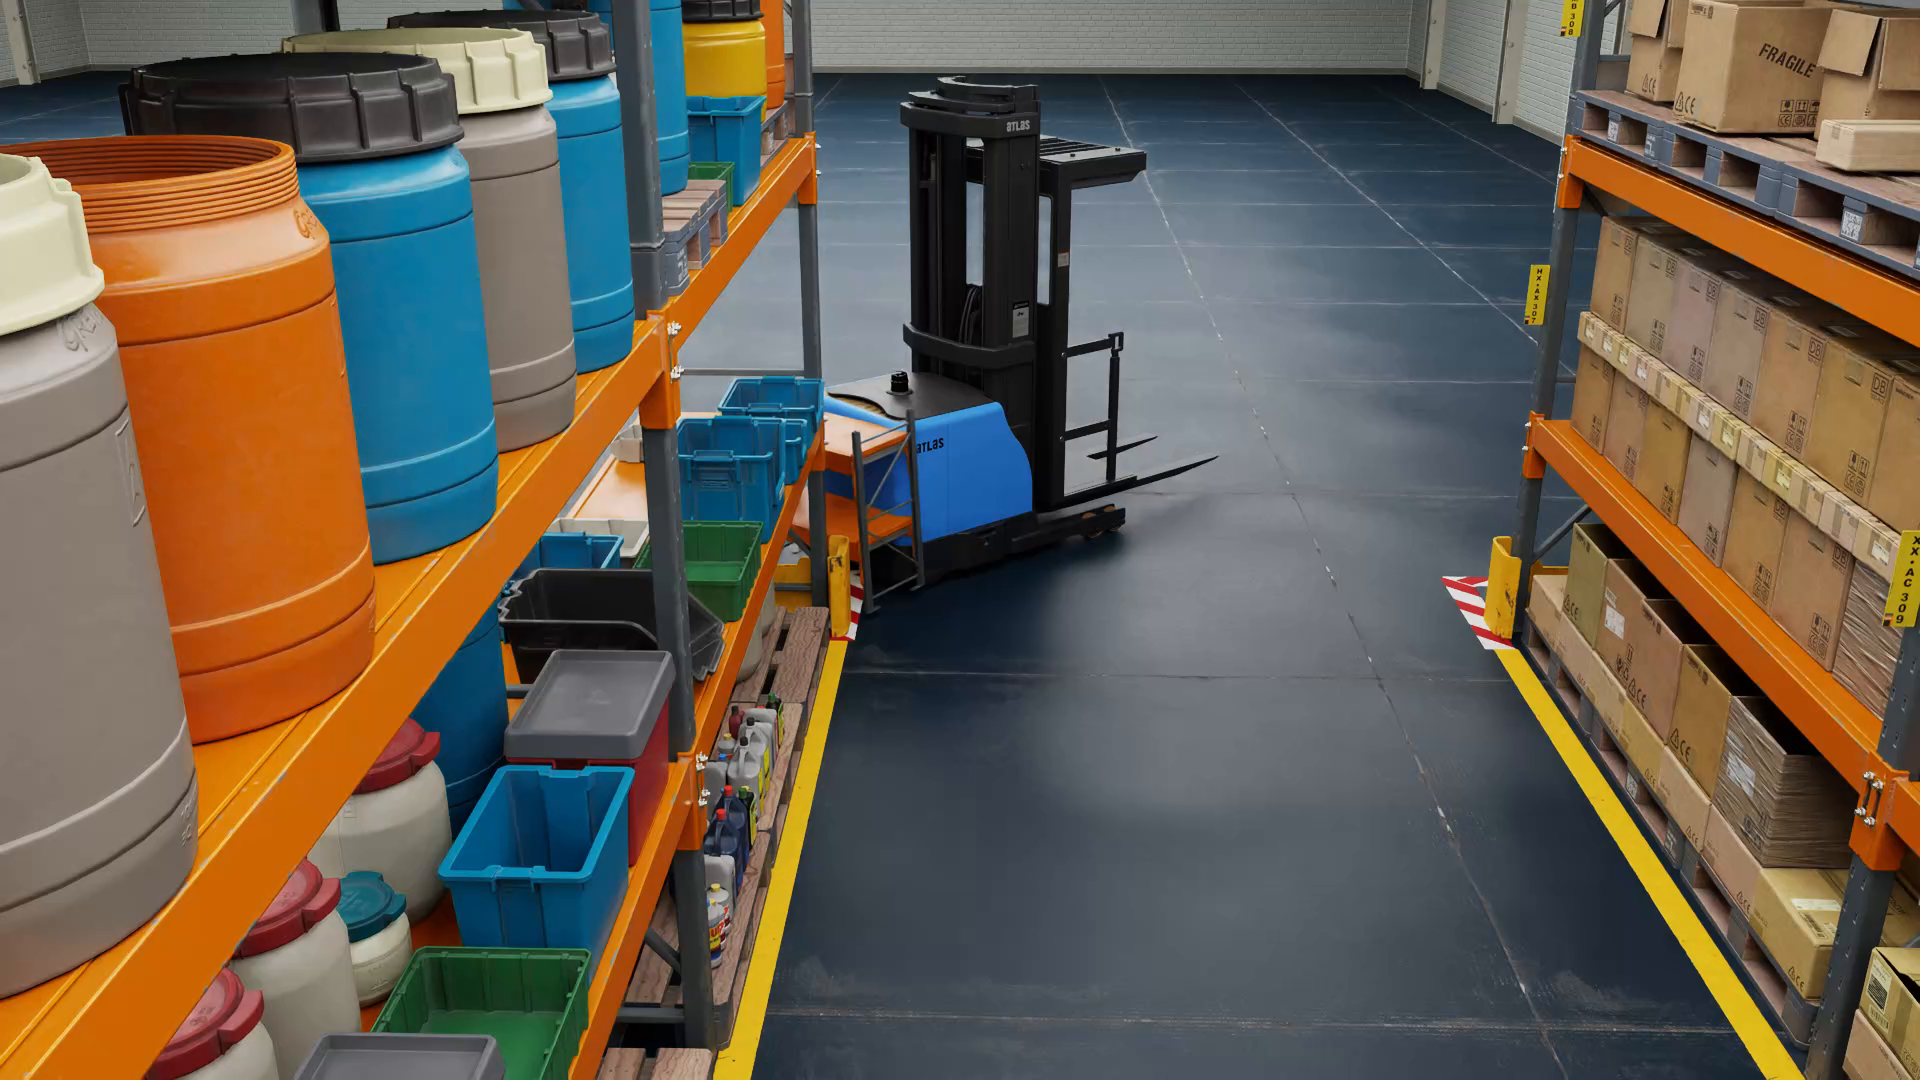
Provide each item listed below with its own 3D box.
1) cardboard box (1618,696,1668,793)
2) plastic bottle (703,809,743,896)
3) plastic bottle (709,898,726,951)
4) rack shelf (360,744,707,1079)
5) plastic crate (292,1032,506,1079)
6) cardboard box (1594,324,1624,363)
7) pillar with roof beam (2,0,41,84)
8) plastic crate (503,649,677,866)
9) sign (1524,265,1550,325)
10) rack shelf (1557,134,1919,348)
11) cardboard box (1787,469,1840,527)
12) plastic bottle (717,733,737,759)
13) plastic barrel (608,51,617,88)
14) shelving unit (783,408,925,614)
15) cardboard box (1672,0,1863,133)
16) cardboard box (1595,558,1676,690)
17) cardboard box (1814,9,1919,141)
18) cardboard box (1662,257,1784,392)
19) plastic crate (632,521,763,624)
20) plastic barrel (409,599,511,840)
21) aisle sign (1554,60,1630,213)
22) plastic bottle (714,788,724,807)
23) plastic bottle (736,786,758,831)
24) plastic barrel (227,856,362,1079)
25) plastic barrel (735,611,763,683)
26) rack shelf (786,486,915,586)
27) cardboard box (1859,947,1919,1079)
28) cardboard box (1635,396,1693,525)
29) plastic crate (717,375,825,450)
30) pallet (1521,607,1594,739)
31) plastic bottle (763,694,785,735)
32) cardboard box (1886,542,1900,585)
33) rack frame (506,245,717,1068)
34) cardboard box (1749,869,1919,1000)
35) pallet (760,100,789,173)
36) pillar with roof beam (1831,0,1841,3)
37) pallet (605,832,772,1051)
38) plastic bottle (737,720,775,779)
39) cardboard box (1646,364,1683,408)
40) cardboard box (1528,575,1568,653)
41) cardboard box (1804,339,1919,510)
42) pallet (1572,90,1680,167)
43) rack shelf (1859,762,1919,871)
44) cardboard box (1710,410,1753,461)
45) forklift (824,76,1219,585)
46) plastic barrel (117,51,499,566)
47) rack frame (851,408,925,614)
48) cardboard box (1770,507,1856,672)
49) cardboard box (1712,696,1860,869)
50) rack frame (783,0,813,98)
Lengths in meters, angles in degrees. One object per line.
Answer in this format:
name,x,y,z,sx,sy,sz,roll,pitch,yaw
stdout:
cardboard box,3.388,0.944,7.671,0.500,0.250,0.500,1,21,2
plastic bottle,-0.959,1.257,6.697,0.144,0.351,0.185,1,21,3
plastic bottle,-0.947,1.467,6.363,0.097,0.201,0.097,0,21,0
rack shelf,-1.459,1.573,3.824,1.077,0.370,4.000,1,21,2
plastic crate,-1.165,1.350,3.315,0.402,0.464,0.583,1,21,2
cardboard box,3.442,-0.990,8.399,0.380,0.149,0.250,0,21,0
pillar with roof beam,-16.801,-14.504,35.968,9.100,9.000,0.400,1,21,2
plastic crate,-1.107,0.663,5.086,0.402,0.464,0.583,1,21,2
sign,3.120,-1.325,8.991,0.100,0.325,0.005,1,21,2
rack shelf,3.614,-1.216,6.864,1.077,0.370,4.000,1,21,2
cardboard box,3.369,-0.159,6.256,0.380,0.149,0.250,1,21,2
plastic bottle,-1.059,0.983,7.610,0.097,0.201,0.097,0,21,0
plastic barrel,-1.189,-1.286,5.314,0.421,0.512,0.421,0,21,0
shelving unit,-0.800,-0.277,10.055,1.048,1.125,0.538,16,29,38
cardboard box,3.351,-1.985,6.939,0.500,0.500,0.500,1,21,2
cardboard box,3.420,0.413,8.001,0.500,0.500,0.500,1,21,2
cardboard box,3.729,-1.732,6.282,0.797,0.503,0.637,3,21,8
cardboard box,3.621,-0.967,7.444,0.700,0.500,0.500,1,21,2
plastic crate,-1.075,0.125,6.852,0.450,0.188,0.662,1,21,2
plastic barrel,-1.713,0.417,5.115,0.600,0.901,0.708,1,21,2
aisle sign,3.370,-2.115,8.740,0.394,0.787,0.004,1,21,2
plastic bottle,-0.986,1.172,7.025,0.097,0.271,0.097,0,21,0
plastic bottle,-0.921,1.156,7.163,0.097,0.201,0.097,0,21,0
plastic barrel,-1.669,1.060,3.964,0.433,0.535,0.433,0,21,0
plastic barrel,-1.235,0.452,8.576,0.421,0.512,0.421,0,21,0
rack shelf,-0.789,-0.052,10.149,1.000,0.278,0.538,16,29,38
cardboard box,3.291,1.541,5.355,0.500,0.311,0.500,1,21,2
cardboard box,3.615,-0.385,7.736,0.700,0.500,0.500,1,21,2
plastic crate,-0.993,-0.679,8.837,0.499,0.251,0.616,1,21,2
pallet,3.693,0.701,8.931,1.003,0.211,1.213,1,21,2
plastic bottle,-0.894,0.836,7.987,0.097,0.201,0.097,0,21,0
cardboard box,3.347,0.120,5.537,0.380,0.149,0.250,1,21,2
rack frame,-1.398,0.514,5.557,1.000,3.000,0.127,1,21,2
cardboard box,3.348,1.486,6.273,0.500,0.250,0.500,1,21,2
pallet,-1.399,-1.944,8.008,1.003,0.211,1.213,1,21,2
pillar with roof beam,5.531,-7.743,18.546,9.100,9.000,0.400,1,21,2
pallet,-1.336,1.572,6.686,1.003,0.211,1.213,1,21,2
plastic bottle,-0.934,0.942,7.610,0.152,0.276,0.135,0,21,0
cardboard box,3.417,-0.712,7.684,0.380,0.149,0.250,0,21,0
cardboard box,3.436,0.401,9.069,0.500,0.250,0.500,1,21,2
cardboard box,3.574,-0.425,6.045,0.700,0.500,0.500,1,21,1
pallet,3.627,-1.978,7.956,1.003,0.211,1.213,1,21,2
rack shelf,3.492,1.629,3.680,1.077,0.370,4.000,1,21,2
cardboard box,3.392,-0.435,6.968,0.380,0.149,0.250,1,21,3
forklift,0.486,-1.511,10.872,3.031,2.935,1.130,-17,27,-36
plastic barrel,-1.237,-0.459,3.225,0.600,0.901,0.708,1,21,2
rack frame,-0.413,-0.167,9.744,0.032,1.125,0.500,16,29,38
cardboard box,3.569,0.172,6.300,0.700,0.500,0.500,0,21,1
cardboard box,3.375,0.956,6.603,0.500,0.500,0.500,1,21,2
rack frame,-1.277,-3.729,8.199,1.000,3.000,0.127,1,21,2
